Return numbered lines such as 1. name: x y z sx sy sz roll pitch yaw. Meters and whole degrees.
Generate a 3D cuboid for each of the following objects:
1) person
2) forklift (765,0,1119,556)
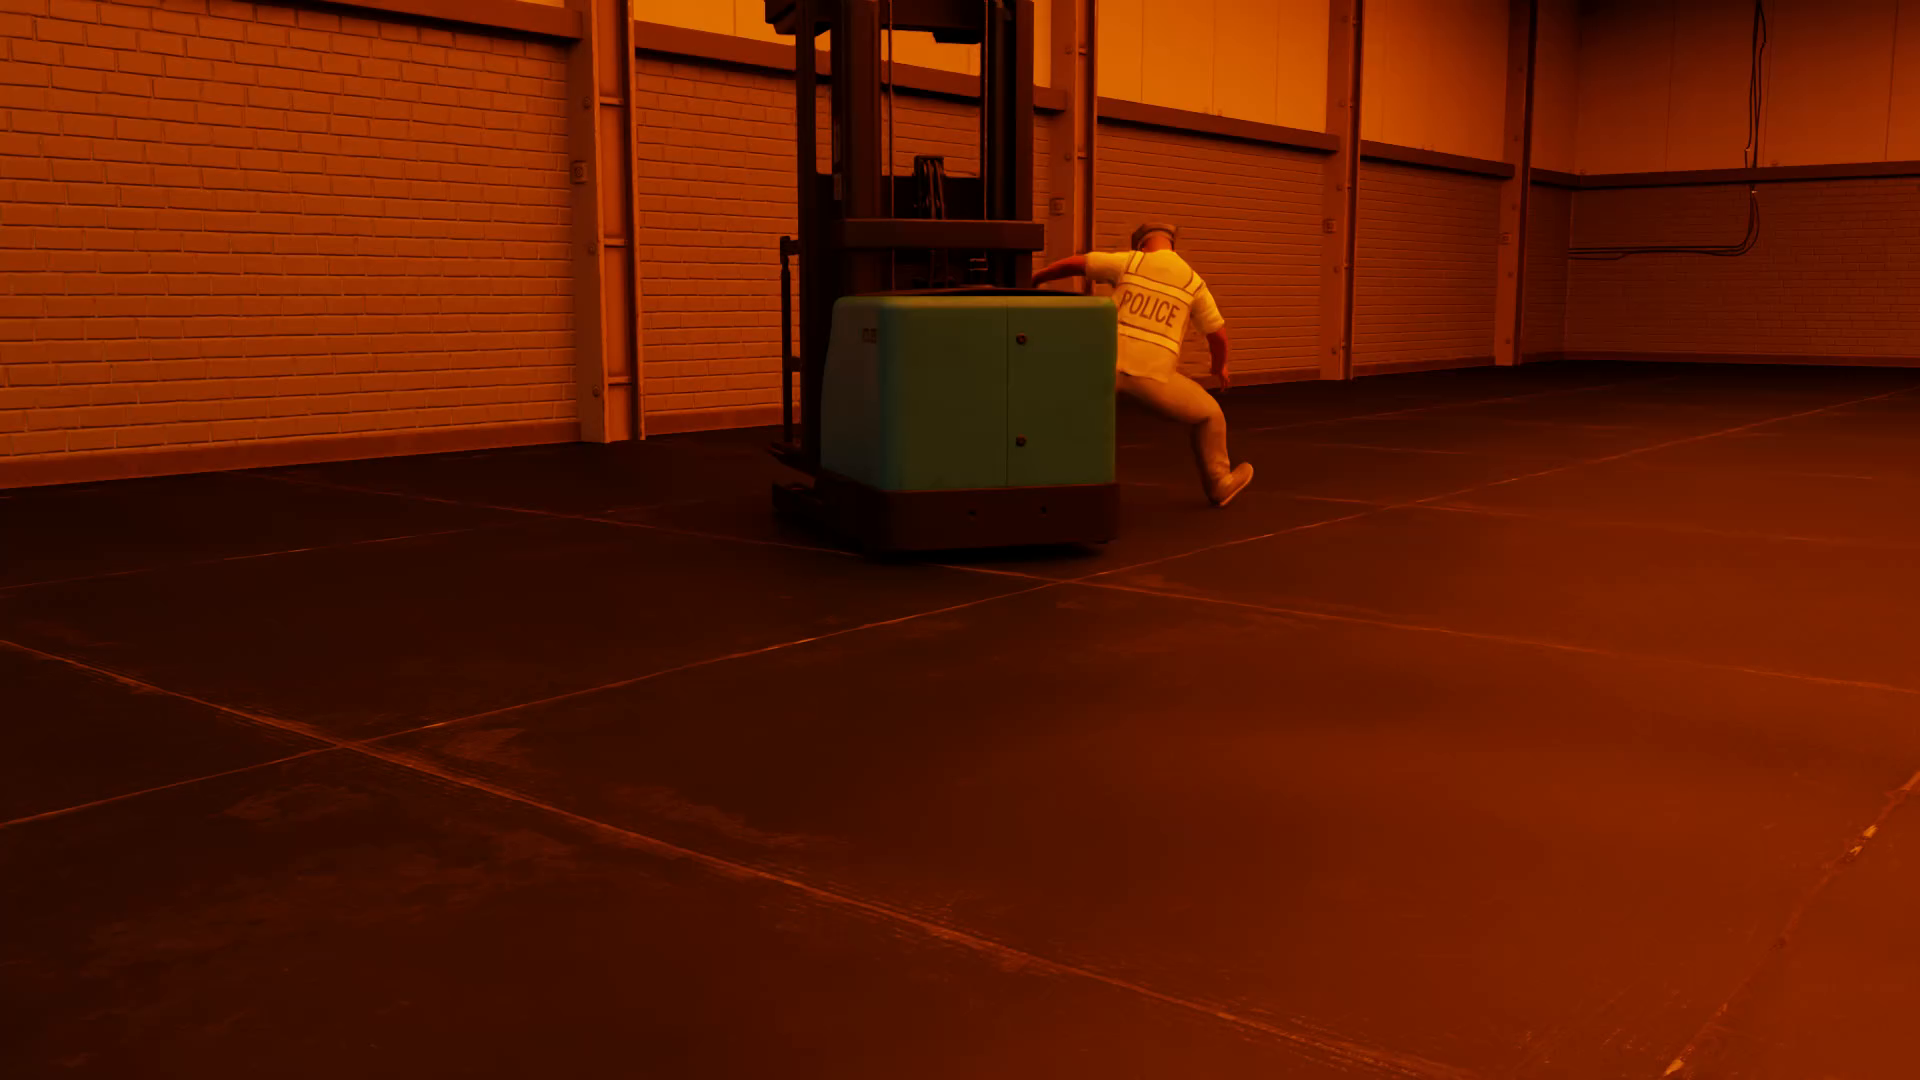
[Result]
1. person: 0.831 -0.877 8.478 1.317 1.461 0.799 2 9 13
2. forklift: -0.293 -1.561 7.952 1.130 2.935 3.031 -3 9 -19
